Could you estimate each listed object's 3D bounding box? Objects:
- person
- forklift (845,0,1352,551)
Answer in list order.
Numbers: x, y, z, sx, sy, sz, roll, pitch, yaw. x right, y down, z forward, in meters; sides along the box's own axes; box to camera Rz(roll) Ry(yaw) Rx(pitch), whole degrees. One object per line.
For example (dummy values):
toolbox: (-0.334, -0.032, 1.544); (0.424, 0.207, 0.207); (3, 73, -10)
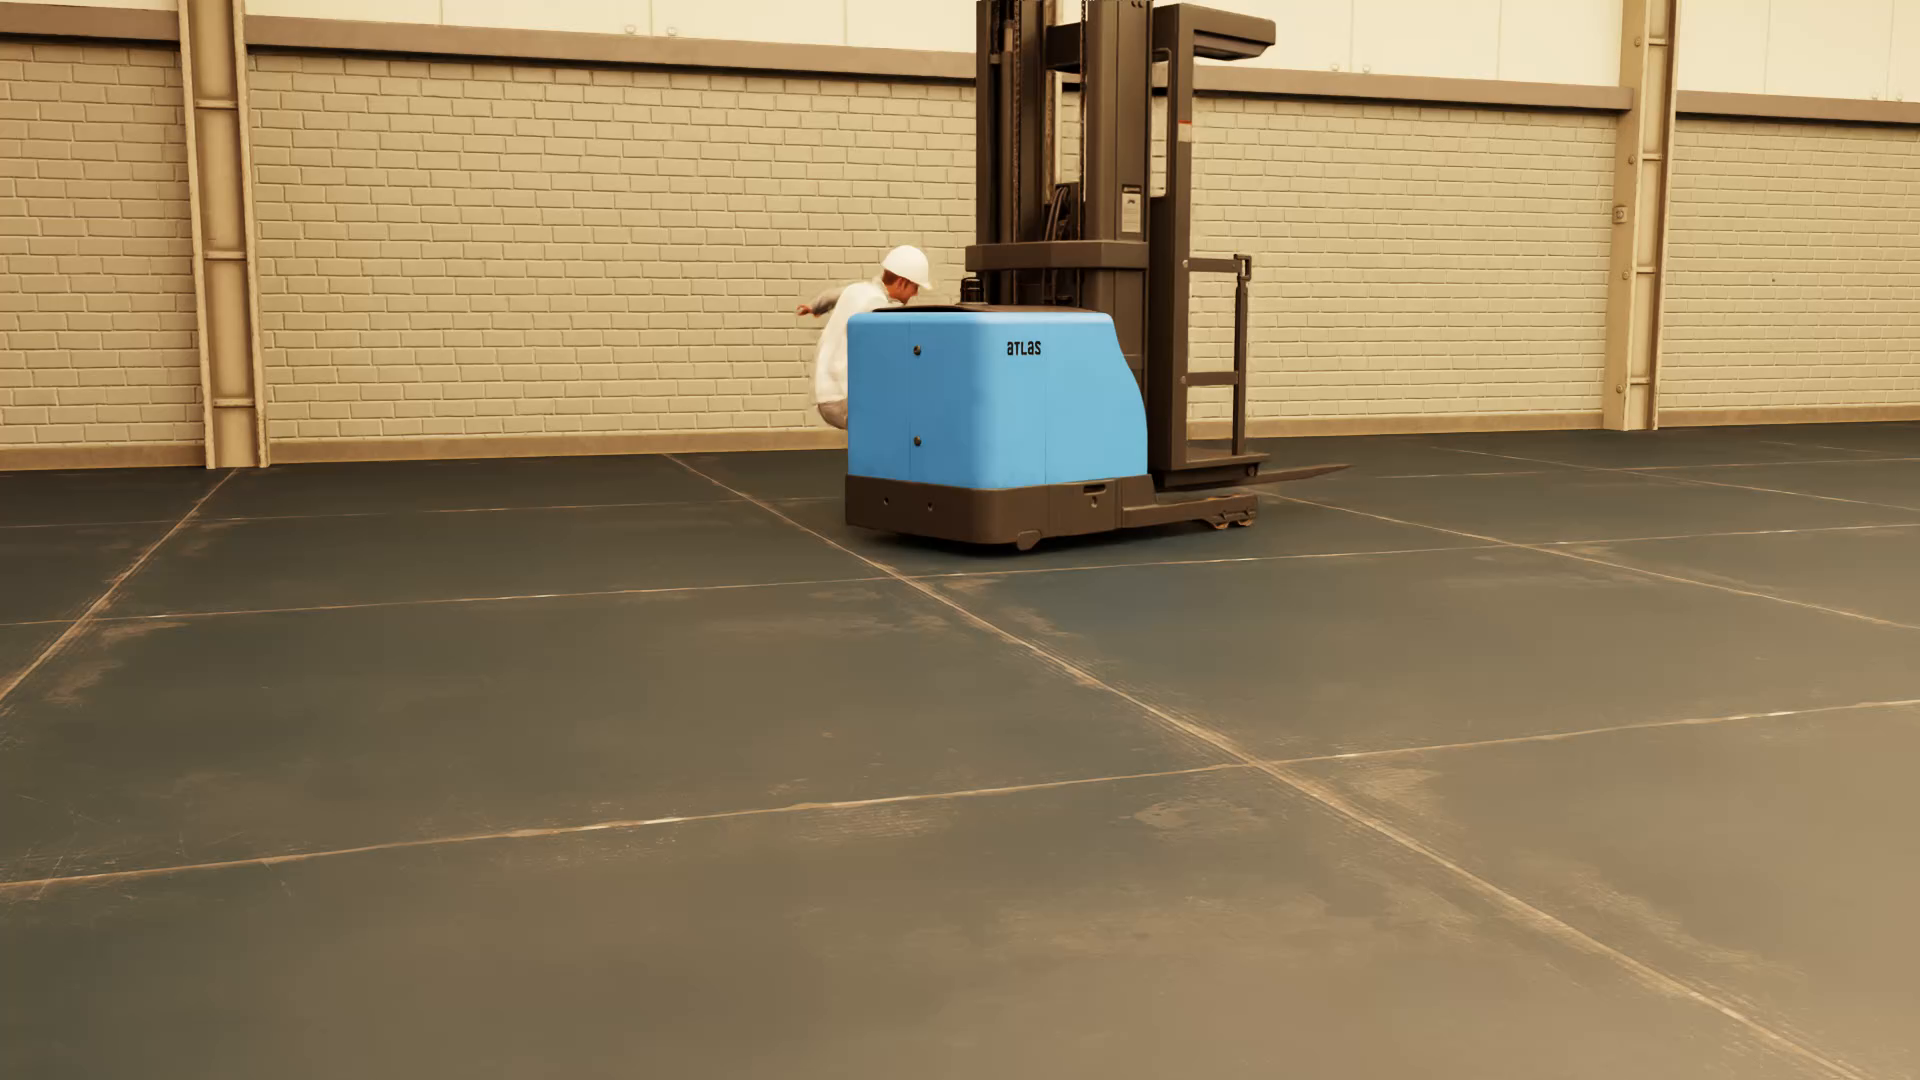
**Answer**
person: (-0.391, -0.809, 8.736); (0.824, 1.443, 1.278); (-1, 8, -11)
forklift: (0.873, -1.547, 8.422); (3.031, 2.935, 1.130); (-7, 11, -42)
